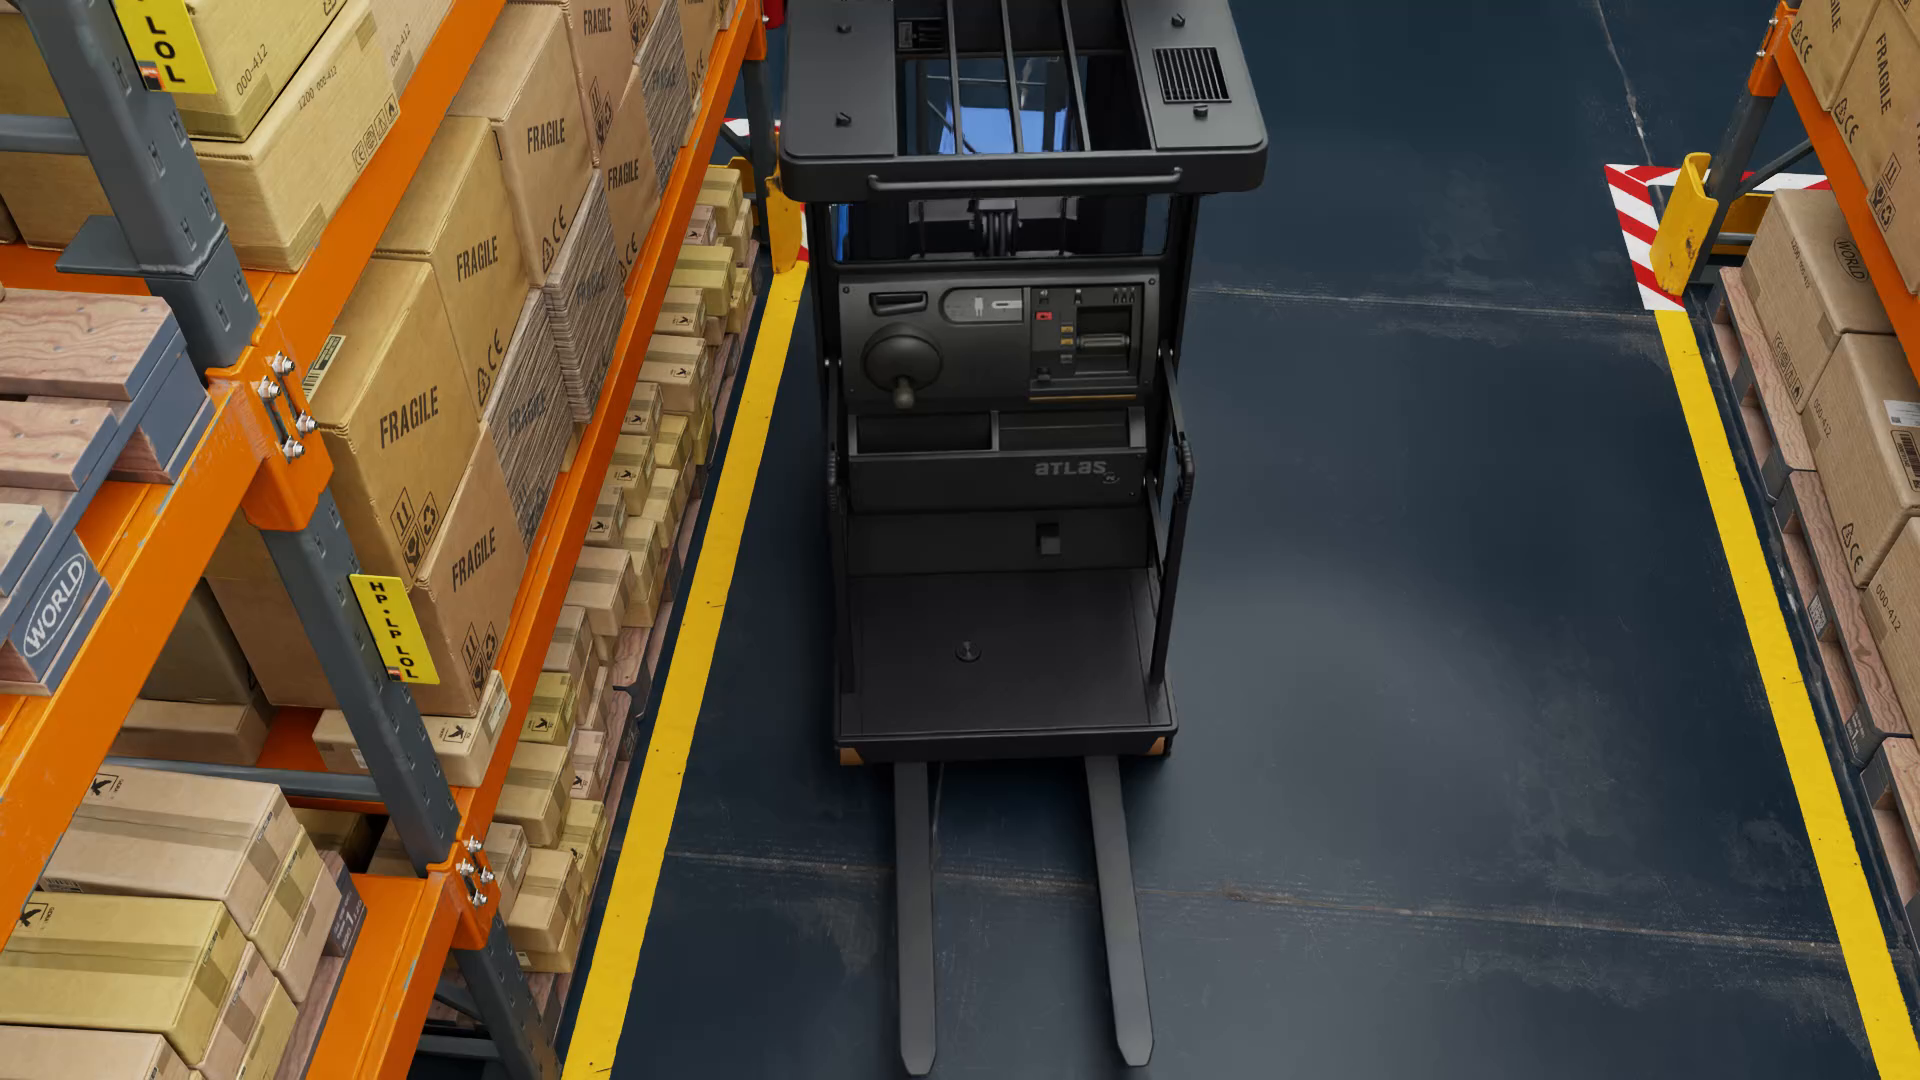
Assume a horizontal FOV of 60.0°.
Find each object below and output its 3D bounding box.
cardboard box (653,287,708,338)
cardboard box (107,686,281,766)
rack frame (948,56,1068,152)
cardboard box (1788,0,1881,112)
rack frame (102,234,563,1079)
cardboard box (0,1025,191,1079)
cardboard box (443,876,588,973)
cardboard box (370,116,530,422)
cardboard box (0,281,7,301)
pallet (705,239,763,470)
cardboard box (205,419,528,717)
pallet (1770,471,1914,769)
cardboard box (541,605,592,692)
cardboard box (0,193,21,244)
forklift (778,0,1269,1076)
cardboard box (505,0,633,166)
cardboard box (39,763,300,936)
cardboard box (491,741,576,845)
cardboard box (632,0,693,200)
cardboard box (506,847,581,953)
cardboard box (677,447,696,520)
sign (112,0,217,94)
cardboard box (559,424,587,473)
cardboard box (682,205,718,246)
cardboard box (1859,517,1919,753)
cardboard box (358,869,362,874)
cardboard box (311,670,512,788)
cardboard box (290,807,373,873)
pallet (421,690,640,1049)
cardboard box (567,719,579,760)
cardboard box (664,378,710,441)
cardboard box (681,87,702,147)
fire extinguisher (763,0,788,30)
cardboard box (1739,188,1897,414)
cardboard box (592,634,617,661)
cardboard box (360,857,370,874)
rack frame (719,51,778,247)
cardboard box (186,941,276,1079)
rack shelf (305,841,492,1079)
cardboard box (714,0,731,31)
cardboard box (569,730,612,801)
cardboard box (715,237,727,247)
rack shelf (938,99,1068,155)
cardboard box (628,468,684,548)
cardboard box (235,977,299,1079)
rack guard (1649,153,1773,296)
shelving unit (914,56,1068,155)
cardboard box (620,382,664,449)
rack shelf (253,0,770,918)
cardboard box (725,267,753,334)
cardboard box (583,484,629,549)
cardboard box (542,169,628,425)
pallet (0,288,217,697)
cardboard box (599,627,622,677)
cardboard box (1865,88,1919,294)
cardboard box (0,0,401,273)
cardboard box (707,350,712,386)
[{"bbox_3d":[-1.156,-0.813,6.205,0.380,0.149,0.250,2,48,2],"label":"cardboard box"},{"bbox_3d":[-1.868,0.394,4.027,0.380,0.149,0.250,3,48,3],"label":"cardboard box"},{"bbox_3d":[0.200,-1.919,6.989,0.500,1.500,0.032,5,48,4],"label":"rack frame"},{"bbox_3d":[3.312,-1.846,5.838,0.500,0.500,0.500,4,48,3],"label":"cardboard box"},{"bbox_3d":[-1.661,0.535,3.728,1.000,3.000,0.127,4,48,4],"label":"rack frame"},{"bbox_3d":[-1.553,0.973,2.810,0.380,0.149,0.250,2,48,2],"label":"cardboard box"},{"bbox_3d":[-1.308,1.110,4.850,0.380,0.149,0.250,2,48,2],"label":"cardboard box"},{"bbox_3d":[-1.345,-0.633,3.850,0.500,0.500,0.500,3,48,2],"label":"cardboard box"},{"bbox_3d":[-1.805,-0.381,2.181,0.700,0.500,0.500,4,48,4],"label":"cardboard box"},{"bbox_3d":[-1.413,-0.812,6.850,1.003,0.211,1.213,4,48,4],"label":"pallet"},{"bbox_3d":[-1.365,0.054,3.898,0.500,0.500,0.500,3,48,3],"label":"cardboard box"},{"bbox_3d":[3.533,0.283,5.849,1.003,0.211,1.213,4,48,4],"label":"pallet"},{"bbox_3d":[-1.364,0.335,5.155,0.380,0.149,0.250,3,48,3],"label":"cardboard box"},{"bbox_3d":[-1.885,-0.805,3.023,0.500,0.250,0.500,5,48,4],"label":"cardboard box"},{"bbox_3d":[0.126,-0.487,4.709,1.130,2.935,3.031,-2,48,-2],"label":"forklift"},{"bbox_3d":[-1.220,-1.379,4.531,0.500,0.500,0.500,2,48,2],"label":"cardboard box"},{"bbox_3d":[-1.503,0.586,3.164,0.380,0.149,0.250,6,48,5],"label":"cardboard box"},{"bbox_3d":[-1.339,0.717,4.805,0.380,0.149,0.250,6,48,5],"label":"cardboard box"},{"bbox_3d":[-1.170,-1.439,5.264,0.500,0.500,0.500,4,48,4],"label":"cardboard box"},{"bbox_3d":[-1.310,1.010,4.739,0.380,0.149,0.250,6,48,5],"label":"cardboard box"},{"bbox_3d":[-1.185,-0.225,6.071,0.380,0.149,0.250,5,48,4],"label":"cardboard box"},{"bbox_3d":[-1.108,-0.750,2.253,0.100,0.325,0.005,4,48,4],"label":"sign"},{"bbox_3d":[-1.269,-0.341,4.699,0.380,0.149,0.250,5,48,4],"label":"cardboard box"},{"bbox_3d":[-1.173,-1.198,6.557,0.380,0.149,0.250,5,48,4],"label":"cardboard box"},{"bbox_3d":[3.522,0.405,5.299,0.875,0.438,0.875,3,48,2],"label":"cardboard box"},{"bbox_3d":[-1.949,1.002,4.746,0.380,0.149,0.250,5,48,4],"label":"cardboard box"},{"bbox_3d":[-1.310,0.434,3.991,0.380,0.149,0.250,5,48,5],"label":"cardboard box"},{"bbox_3d":[-1.888,0.876,4.660,0.380,0.149,0.250,5,48,5],"label":"cardboard box"},{"bbox_3d":[-1.635,0.981,5.210,1.003,0.211,1.213,4,48,4],"label":"pallet"},{"bbox_3d":[-1.390,0.637,5.080,0.380,0.149,0.250,4,48,3],"label":"cardboard box"},{"bbox_3d":[-1.141,-0.514,6.133,0.380,0.149,0.250,5,48,4],"label":"cardboard box"},{"bbox_3d":[-1.113,-1.506,5.765,0.380,0.149,0.250,5,48,5],"label":"cardboard box"},{"bbox_3d":[-0.814,-2.406,6.723,0.296,0.674,0.183,4,48,4],"label":"fire extinguisher"},{"bbox_3d":[3.681,-0.931,6.520,0.875,0.438,0.875,2,48,2],"label":"cardboard box"},{"bbox_3d":[-1.314,0.238,5.445,0.380,0.149,0.250,6,48,5],"label":"cardboard box"},{"bbox_3d":[-1.965,1.045,4.909,0.380,0.149,0.250,4,48,4],"label":"cardboard box"},{"bbox_3d":[-1.297,-2.404,6.416,1.000,3.000,0.127,4,48,4],"label":"rack frame"},{"bbox_3d":[-1.524,0.877,3.099,0.380,0.149,0.250,4,48,4],"label":"cardboard box"},{"bbox_3d":[-1.844,2.248,2.649,1.077,0.370,4.000,4,48,4],"label":"rack shelf"},{"bbox_3d":[-1.081,-2.191,5.951,0.500,0.500,0.500,5,48,4],"label":"cardboard box"},{"bbox_3d":[-1.313,0.728,5.199,0.380,0.149,0.250,4,48,3],"label":"cardboard box"},{"bbox_3d":[-1.138,-1.089,6.659,0.380,0.149,0.250,3,48,3],"label":"cardboard box"},{"bbox_3d":[0.145,-1.425,6.781,0.538,0.185,1.000,5,48,4],"label":"rack shelf"},{"bbox_3d":[-1.180,-0.122,5.775,0.380,0.149,0.250,4,48,4],"label":"cardboard box"},{"bbox_3d":[-1.523,0.975,3.212,0.380,0.149,0.250,4,48,4],"label":"cardboard box"},{"bbox_3d":[3.644,-1.319,7.118,1.175,0.500,0.348,4,48,4],"label":"rack guard"},{"bbox_3d":[0.145,-1.546,6.648,0.538,1.500,1.048,5,48,4],"label":"shelving unit"},{"bbox_3d":[-1.260,-0.425,5.850,0.380,0.149,0.250,2,48,2],"label":"cardboard box"},{"bbox_3d":[-1.479,-0.692,5.337,1.077,0.370,4.000,4,48,4],"label":"rack shelf"},{"bbox_3d":[-1.060,-0.987,6.767,0.380,0.149,0.250,5,48,5],"label":"cardboard box"},{"bbox_3d":[-1.317,-0.052,5.509,0.380,0.149,0.250,2,48,2],"label":"cardboard box"},{"bbox_3d":[-1.245,-0.678,4.568,0.500,0.500,0.500,3,48,3],"label":"cardboard box"},{"bbox_3d":[-1.824,0.033,2.282,1.213,0.211,1.003,4,48,4],"label":"pallet"},{"bbox_3d":[-1.350,0.338,5.555,0.380,0.149,0.250,2,48,2],"label":"cardboard box"},{"bbox_3d":[3.230,-1.100,5.155,0.500,0.500,0.500,4,48,3],"label":"cardboard box"},{"bbox_3d":[-1.356,-0.749,2.971,0.500,0.250,0.500,6,48,5],"label":"cardboard box"},{"bbox_3d":[-1.179,-0.616,6.428,0.380,0.149,0.250,4,48,4],"label":"cardboard box"}]
